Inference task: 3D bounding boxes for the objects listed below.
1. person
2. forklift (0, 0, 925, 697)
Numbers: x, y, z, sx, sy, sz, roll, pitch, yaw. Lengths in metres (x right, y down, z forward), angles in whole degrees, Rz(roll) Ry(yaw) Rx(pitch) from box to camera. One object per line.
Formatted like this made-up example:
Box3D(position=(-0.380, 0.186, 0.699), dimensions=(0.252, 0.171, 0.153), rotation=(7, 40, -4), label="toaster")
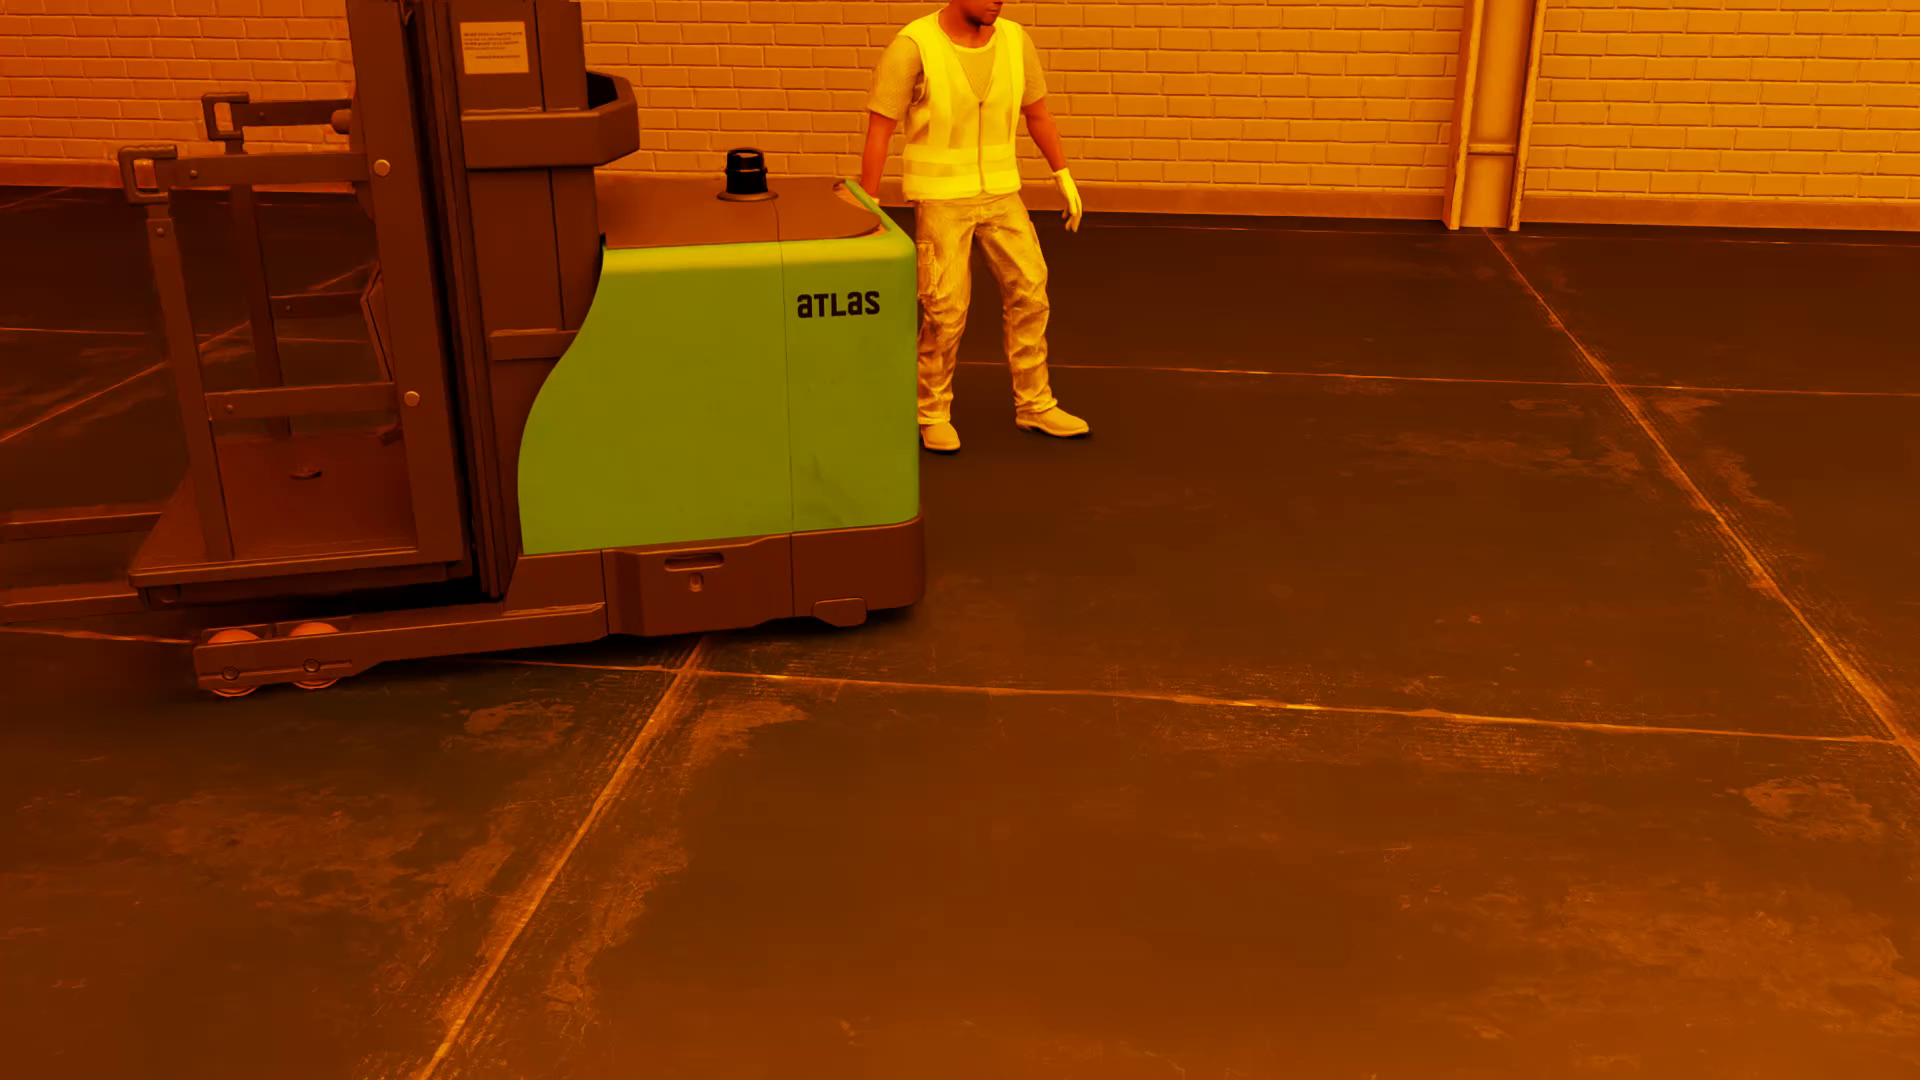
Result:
Box3D(position=(0.043, -1.176, 5.753), dimensions=(0.828, 1.752, 0.422), rotation=(-12, 25, -27), label="person")
Box3D(position=(-1.670, -1.180, 4.184), dimensions=(3.031, 2.935, 1.130), rotation=(-5, 22, -12), label="forklift")
